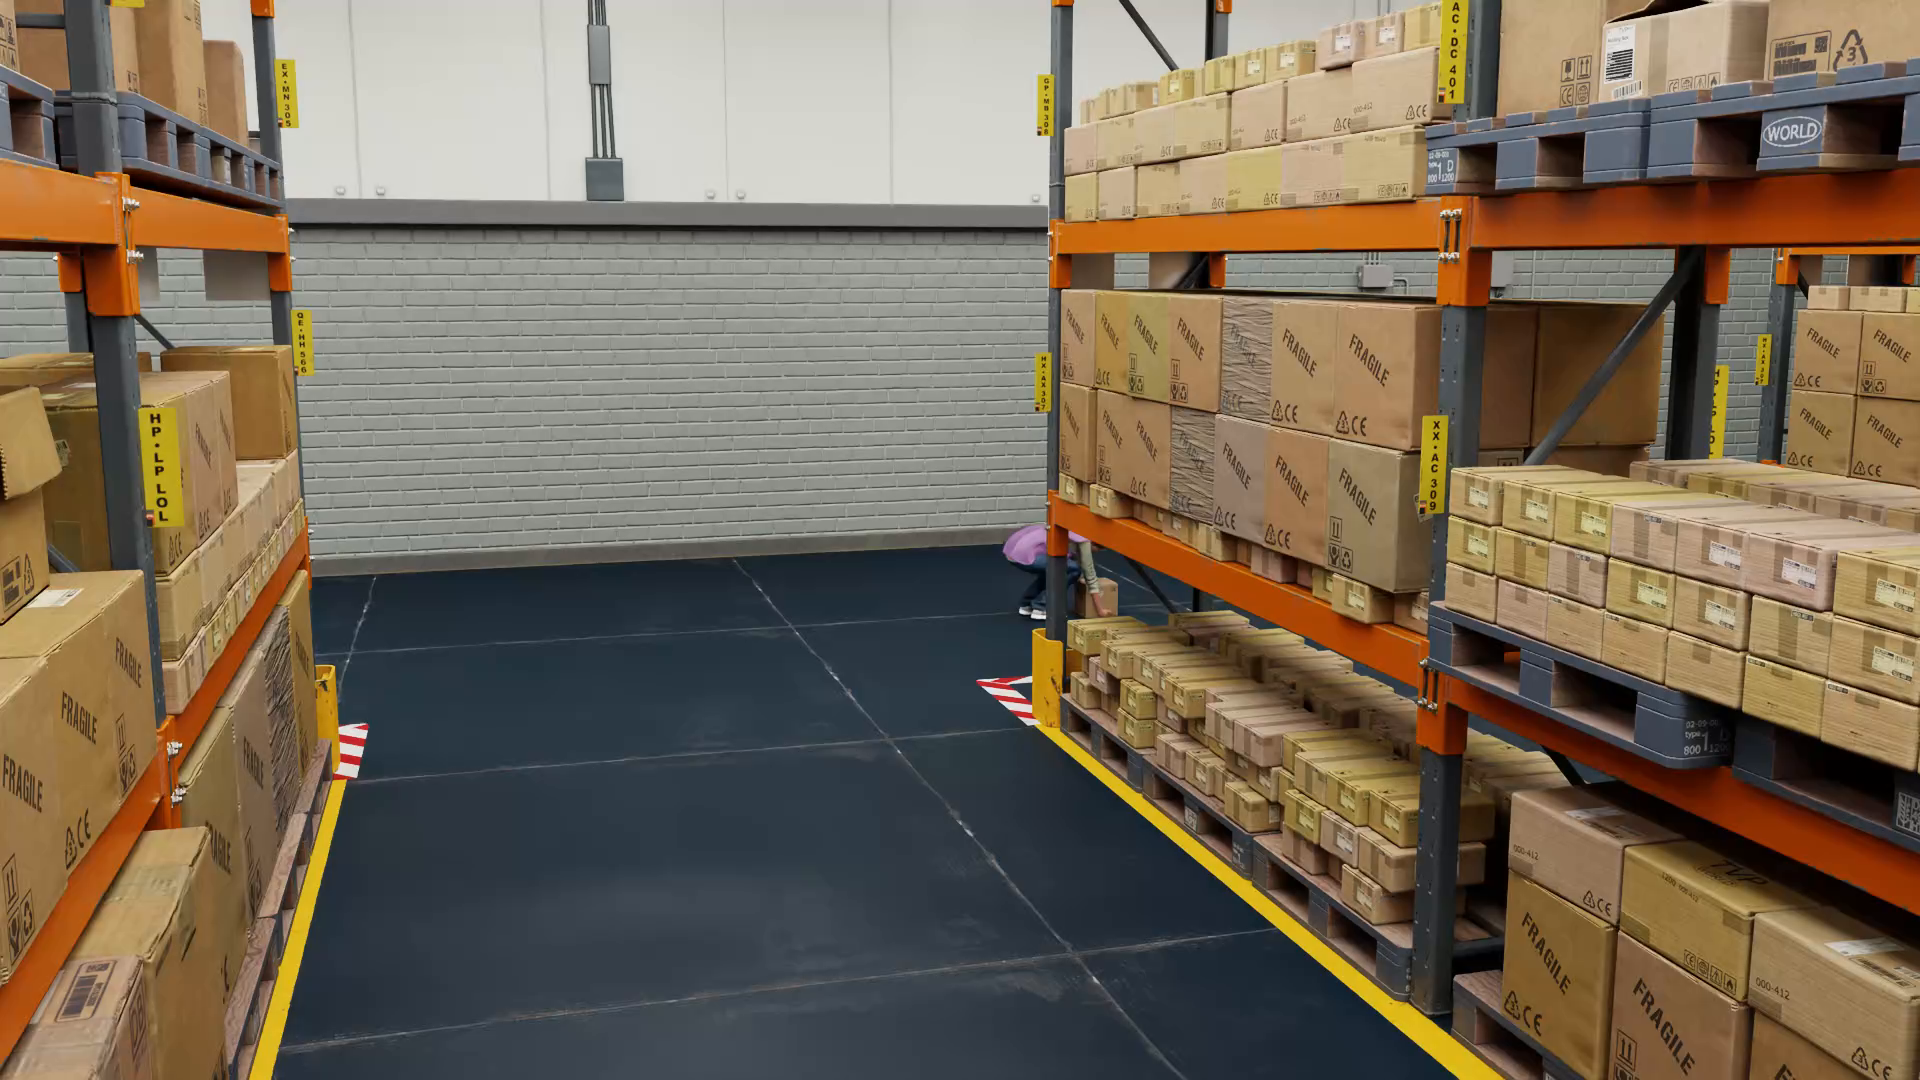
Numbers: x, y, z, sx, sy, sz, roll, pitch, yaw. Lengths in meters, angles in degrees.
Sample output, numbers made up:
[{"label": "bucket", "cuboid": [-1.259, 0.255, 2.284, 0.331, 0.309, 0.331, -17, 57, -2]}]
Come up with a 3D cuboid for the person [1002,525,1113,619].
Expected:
[{"label": "person", "cuboid": [0.732, 0.235, 12.308, 0.867, 0.707, 0.417, -3, 10, -17]}]
